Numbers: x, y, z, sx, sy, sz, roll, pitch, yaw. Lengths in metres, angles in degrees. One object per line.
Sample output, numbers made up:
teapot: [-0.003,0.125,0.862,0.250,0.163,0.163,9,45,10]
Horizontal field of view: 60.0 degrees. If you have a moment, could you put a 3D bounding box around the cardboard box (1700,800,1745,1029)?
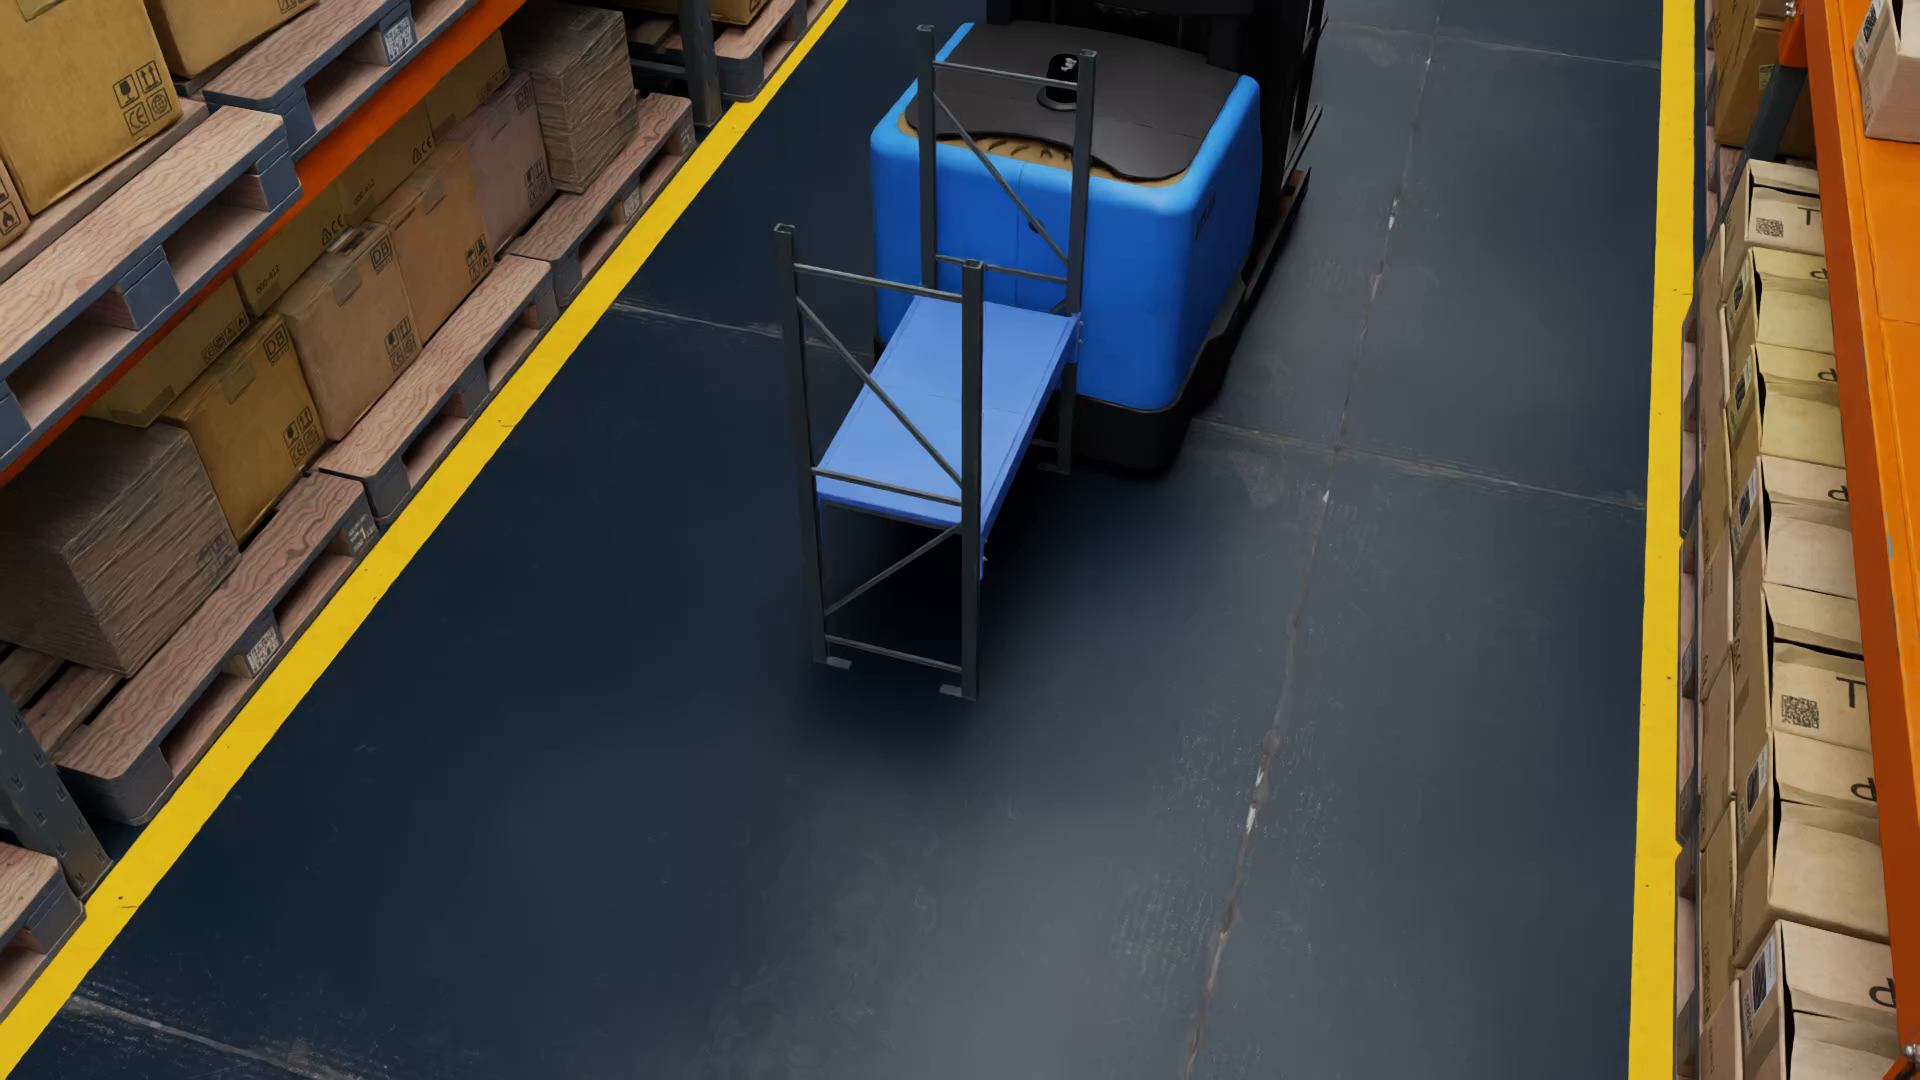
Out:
cardboard box: [2.007,0.922,3.829,0.500,0.250,0.500,12,46,12]

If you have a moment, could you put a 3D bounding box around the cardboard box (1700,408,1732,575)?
cardboard box: [2.473,-0.100,4.873,0.500,0.250,0.500,11,46,11]

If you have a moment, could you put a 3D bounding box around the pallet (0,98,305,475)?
pallet: [-2.349,-0.693,3.951,1.003,0.211,1.213,13,46,13]

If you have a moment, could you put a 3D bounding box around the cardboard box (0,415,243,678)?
cardboard box: [-2.512,-0.041,4.620,0.700,0.500,0.500,14,46,14]

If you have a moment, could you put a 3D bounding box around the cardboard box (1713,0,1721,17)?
cardboard box: [3.584,-2.535,7.169,0.500,0.500,0.500,11,45,11]

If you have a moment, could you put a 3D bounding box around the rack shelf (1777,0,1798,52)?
rack shelf: [3.820,-2.978,6.663,1.077,0.370,4.000,13,46,13]

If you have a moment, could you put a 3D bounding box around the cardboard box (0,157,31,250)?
cardboard box: [-2.532,-0.808,3.545,0.700,0.500,0.500,13,46,13]

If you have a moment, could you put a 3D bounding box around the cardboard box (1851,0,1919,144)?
cardboard box: [2.759,-1.315,4.513,0.500,0.311,0.500,12,46,12]

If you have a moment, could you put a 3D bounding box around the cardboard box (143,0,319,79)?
cardboard box: [-2.187,-1.624,4.379,0.700,0.500,0.500,19,47,18]

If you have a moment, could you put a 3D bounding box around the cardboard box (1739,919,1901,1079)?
cardboard box: [1.853,1.065,3.281,0.500,0.311,0.500,13,46,13]

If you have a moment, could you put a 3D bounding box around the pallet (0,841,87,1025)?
pallet: [-2.889,1.169,3.905,1.003,0.211,1.213,13,46,13]

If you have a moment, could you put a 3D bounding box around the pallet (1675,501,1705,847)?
pallet: [2.557,0.445,4.644,1.003,0.211,1.213,13,46,13]

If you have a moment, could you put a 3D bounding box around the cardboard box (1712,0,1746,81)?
cardboard box: [3.431,-2.184,6.810,0.500,0.500,0.500,11,45,11]

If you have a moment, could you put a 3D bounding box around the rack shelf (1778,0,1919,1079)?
rack shelf: [2.609,-0.312,3.939,1.077,0.370,4.000,13,46,13]

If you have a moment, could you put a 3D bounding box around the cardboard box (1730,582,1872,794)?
cardboard box: [2.158,0.385,3.976,0.500,0.311,0.500,12,46,12]

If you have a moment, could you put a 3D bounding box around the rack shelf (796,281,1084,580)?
rack shelf: [-0.032,-0.344,4.787,0.538,0.185,1.000,13,46,13]

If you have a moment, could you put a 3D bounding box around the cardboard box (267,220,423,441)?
cardboard box: [-2.210,-0.727,5.321,0.700,0.500,0.500,13,46,13]

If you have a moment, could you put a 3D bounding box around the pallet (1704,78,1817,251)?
pallet: [3.477,-1.395,6.525,1.003,0.211,1.213,13,46,13]

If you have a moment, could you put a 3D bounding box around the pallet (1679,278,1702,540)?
pallet: [2.928,-0.365,5.472,1.003,0.211,1.213,13,46,13]

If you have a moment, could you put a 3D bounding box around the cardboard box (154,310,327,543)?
cardboard box: [-2.403,-0.396,4.983,0.700,0.500,0.500,12,46,12]

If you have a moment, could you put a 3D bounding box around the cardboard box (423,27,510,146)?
cardboard box: [-1.908,-1.623,5.701,0.500,0.250,0.500,13,46,13]

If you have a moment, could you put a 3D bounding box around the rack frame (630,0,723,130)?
rack frame: [-1.508,-2.949,6.119,1.000,3.000,0.127,13,46,13]

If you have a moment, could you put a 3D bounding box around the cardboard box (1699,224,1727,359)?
cardboard box: [2.776,-0.783,5.571,0.500,0.250,0.500,12,46,12]

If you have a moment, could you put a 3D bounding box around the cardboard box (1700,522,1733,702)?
cardboard box: [2.317,0.242,4.524,0.500,0.250,0.500,13,46,13]

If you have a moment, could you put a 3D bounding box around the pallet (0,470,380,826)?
pallet: [-2.485,0.194,4.900,1.003,0.211,1.213,13,46,13]

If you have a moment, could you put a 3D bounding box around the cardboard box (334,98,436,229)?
cardboard box: [-2.059,-1.279,5.349,0.500,0.250,0.500,12,46,12]

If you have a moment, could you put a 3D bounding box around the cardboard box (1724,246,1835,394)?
cardboard box: [2.625,-0.631,5.015,0.500,0.311,0.500,11,46,12]

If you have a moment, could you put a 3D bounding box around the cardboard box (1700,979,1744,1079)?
cardboard box: [1.852,1.259,3.485,0.500,0.250,0.500,12,46,12]

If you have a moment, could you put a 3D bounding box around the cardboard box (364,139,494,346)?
cardboard box: [-2.066,-1.066,5.667,0.700,0.500,0.500,12,46,12]

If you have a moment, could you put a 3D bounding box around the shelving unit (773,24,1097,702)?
shelving unit: [-0.032,-0.473,4.661,0.538,1.500,1.048,13,46,13]

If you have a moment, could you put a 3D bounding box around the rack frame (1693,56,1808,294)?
rack frame: [3.215,-1.902,5.049,1.000,3.000,0.127,13,46,13]

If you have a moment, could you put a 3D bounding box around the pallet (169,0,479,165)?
pallet: [-2.068,-1.552,4.829,1.003,0.211,1.213,13,46,13]

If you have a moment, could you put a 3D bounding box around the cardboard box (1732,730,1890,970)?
cardboard box: [2.004,0.717,3.637,0.500,0.311,0.500,14,46,14]

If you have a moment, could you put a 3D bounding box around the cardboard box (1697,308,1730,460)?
cardboard box: [2.625,-0.448,5.228,0.500,0.250,0.500,11,46,11]

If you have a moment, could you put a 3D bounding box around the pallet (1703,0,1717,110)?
pallet: [3.848,-2.206,7.353,1.003,0.211,1.213,13,46,13]

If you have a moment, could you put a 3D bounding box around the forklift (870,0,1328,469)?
forklift: [0.734,-2.320,5.526,1.130,2.935,3.031,16,47,16]

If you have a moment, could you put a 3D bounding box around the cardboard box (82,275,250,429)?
cardboard box: [-2.382,-0.603,4.658,0.500,0.250,0.500,12,46,12]

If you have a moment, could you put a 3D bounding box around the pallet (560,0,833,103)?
pallet: [-1.197,-2.462,7.615,1.003,0.211,1.213,13,46,13]

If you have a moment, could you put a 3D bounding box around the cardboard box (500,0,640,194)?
cardboard box: [-1.676,-1.722,6.338,0.700,0.500,0.500,13,46,13]

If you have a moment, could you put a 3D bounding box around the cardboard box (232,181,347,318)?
cardboard box: [-2.228,-0.951,5.013,0.500,0.250,0.500,11,46,11]

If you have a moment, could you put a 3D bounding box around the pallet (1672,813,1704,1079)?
pallet: [2.189,1.261,3.810,1.003,0.211,1.213,13,46,13]

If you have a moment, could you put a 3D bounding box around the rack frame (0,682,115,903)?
rack frame: [-2.719,-0.283,3.394,1.000,3.000,0.127,13,46,13]

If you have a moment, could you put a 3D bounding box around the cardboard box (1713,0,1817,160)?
cardboard box: [3.274,-1.839,6.458,0.500,0.500,0.500,14,46,14]

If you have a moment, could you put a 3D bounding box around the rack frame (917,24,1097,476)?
rack frame: [0.124,-0.811,5.007,0.500,1.500,0.032,13,46,13]

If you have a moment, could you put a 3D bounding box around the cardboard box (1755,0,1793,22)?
cardboard box: [3.287,-2.146,6.235,0.500,0.250,0.500,14,46,14]

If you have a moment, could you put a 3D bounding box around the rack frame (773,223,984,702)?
rack frame: [-0.188,-0.135,4.315,0.500,1.500,0.032,13,46,13]

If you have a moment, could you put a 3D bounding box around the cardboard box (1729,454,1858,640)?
cardboard box: [2.313,0.051,4.318,0.500,0.311,0.500,12,46,12]

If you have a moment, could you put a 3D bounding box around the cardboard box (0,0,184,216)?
cardboard box: [-2.356,-1.179,3.924,0.700,0.500,0.500,17,47,17]

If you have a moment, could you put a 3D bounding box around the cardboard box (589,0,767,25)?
cardboard box: [-1.160,-2.793,7.197,0.750,0.750,0.750,12,46,12]

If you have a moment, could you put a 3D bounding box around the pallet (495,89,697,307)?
pallet: [-1.746,-1.432,6.562,1.003,0.211,1.213,13,46,13]

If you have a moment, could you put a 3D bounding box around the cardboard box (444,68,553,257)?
cardboard box: [-1.943,-1.403,6.012,0.700,0.500,0.500,12,46,12]

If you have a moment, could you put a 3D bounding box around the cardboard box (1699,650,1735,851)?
cardboard box: [2.162,0.581,4.177,0.500,0.250,0.500,13,46,13]

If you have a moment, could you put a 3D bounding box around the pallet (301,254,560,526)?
pallet: [-2.117,-0.621,5.734,1.003,0.211,1.213,13,46,13]

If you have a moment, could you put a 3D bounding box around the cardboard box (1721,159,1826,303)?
cardboard box: [2.776,-0.983,5.375,0.500,0.311,0.500,14,46,14]

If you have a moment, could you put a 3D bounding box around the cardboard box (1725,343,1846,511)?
cardboard box: [2.468,-0.292,4.668,0.500,0.311,0.500,11,46,11]
